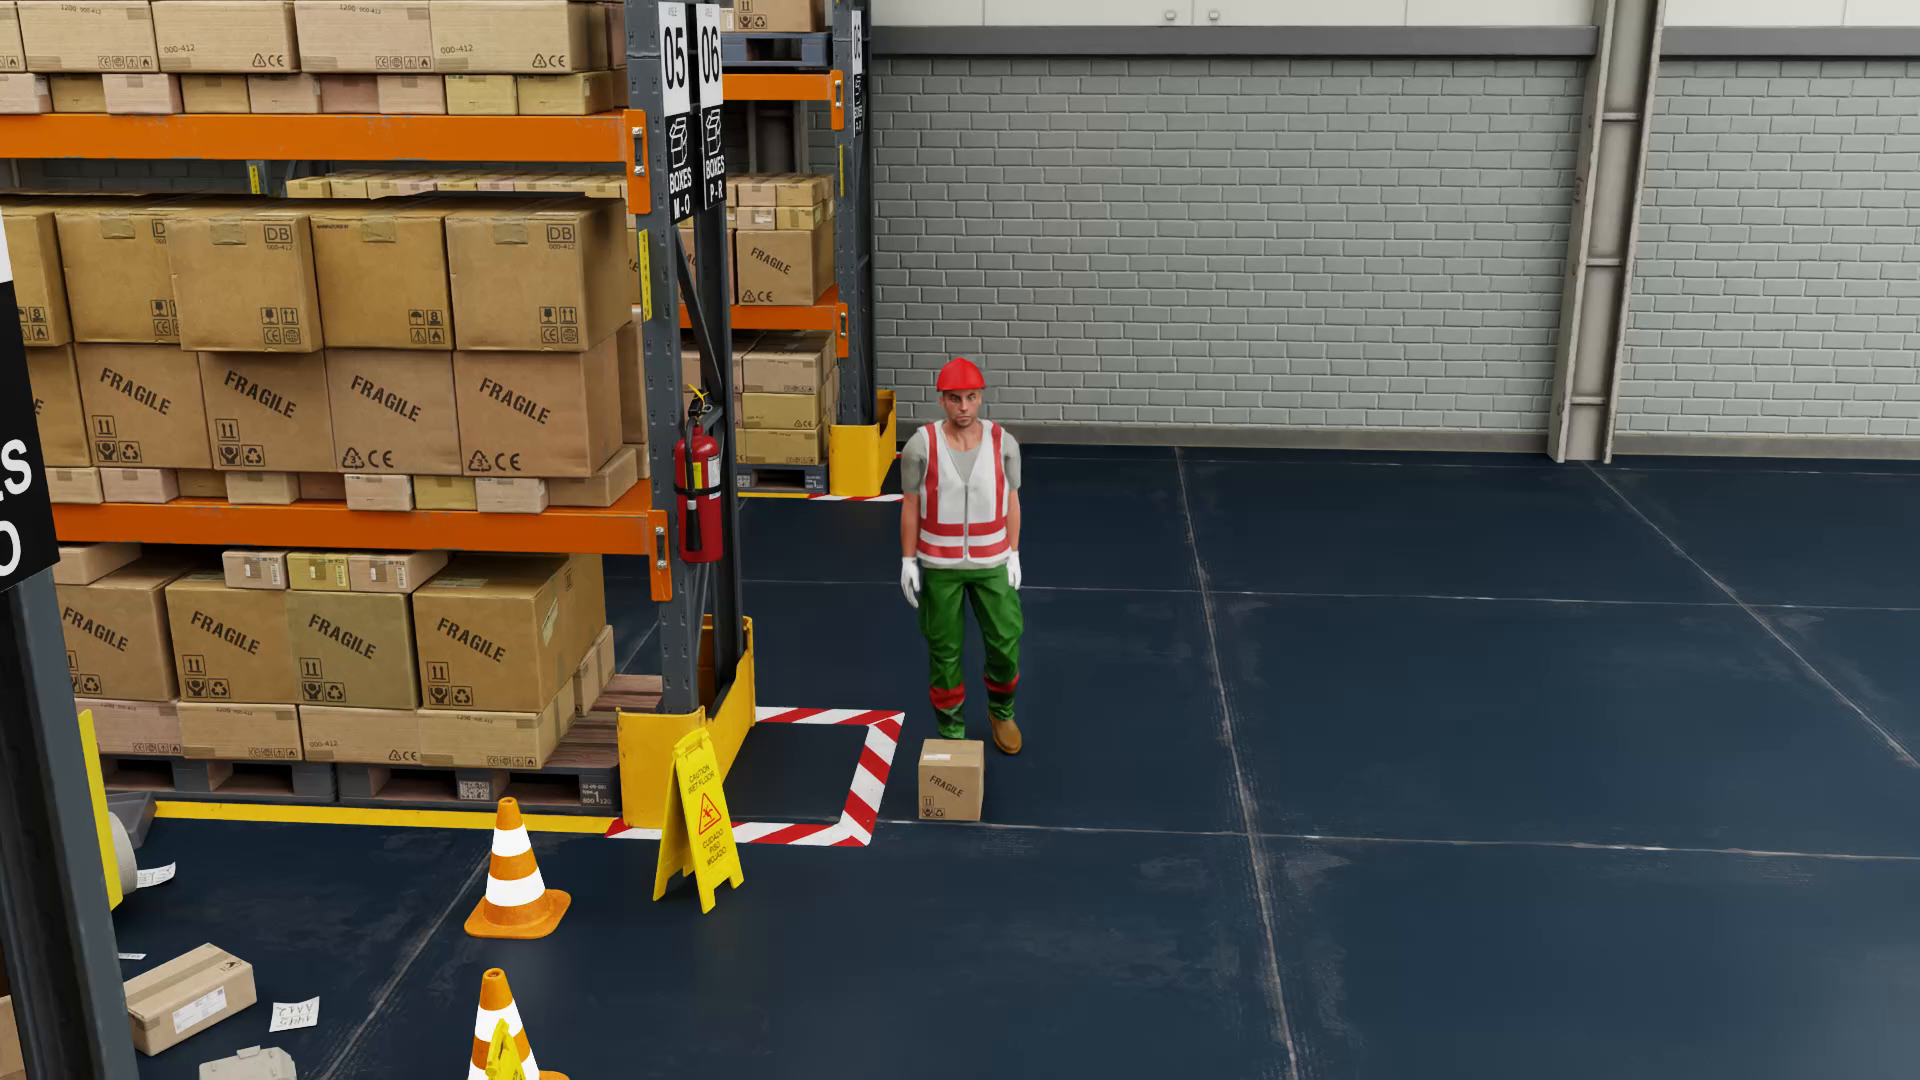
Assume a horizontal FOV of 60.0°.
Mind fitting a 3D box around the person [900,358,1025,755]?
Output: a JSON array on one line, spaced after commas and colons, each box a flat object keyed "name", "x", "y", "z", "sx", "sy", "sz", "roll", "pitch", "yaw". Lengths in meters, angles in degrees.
[{"name": "person", "x": 0.013, "y": 0.108, "z": 7.133, "sx": 0.544, "sy": 1.796, "sz": 0.499, "roll": -2, "pitch": 17, "yaw": -6}]
